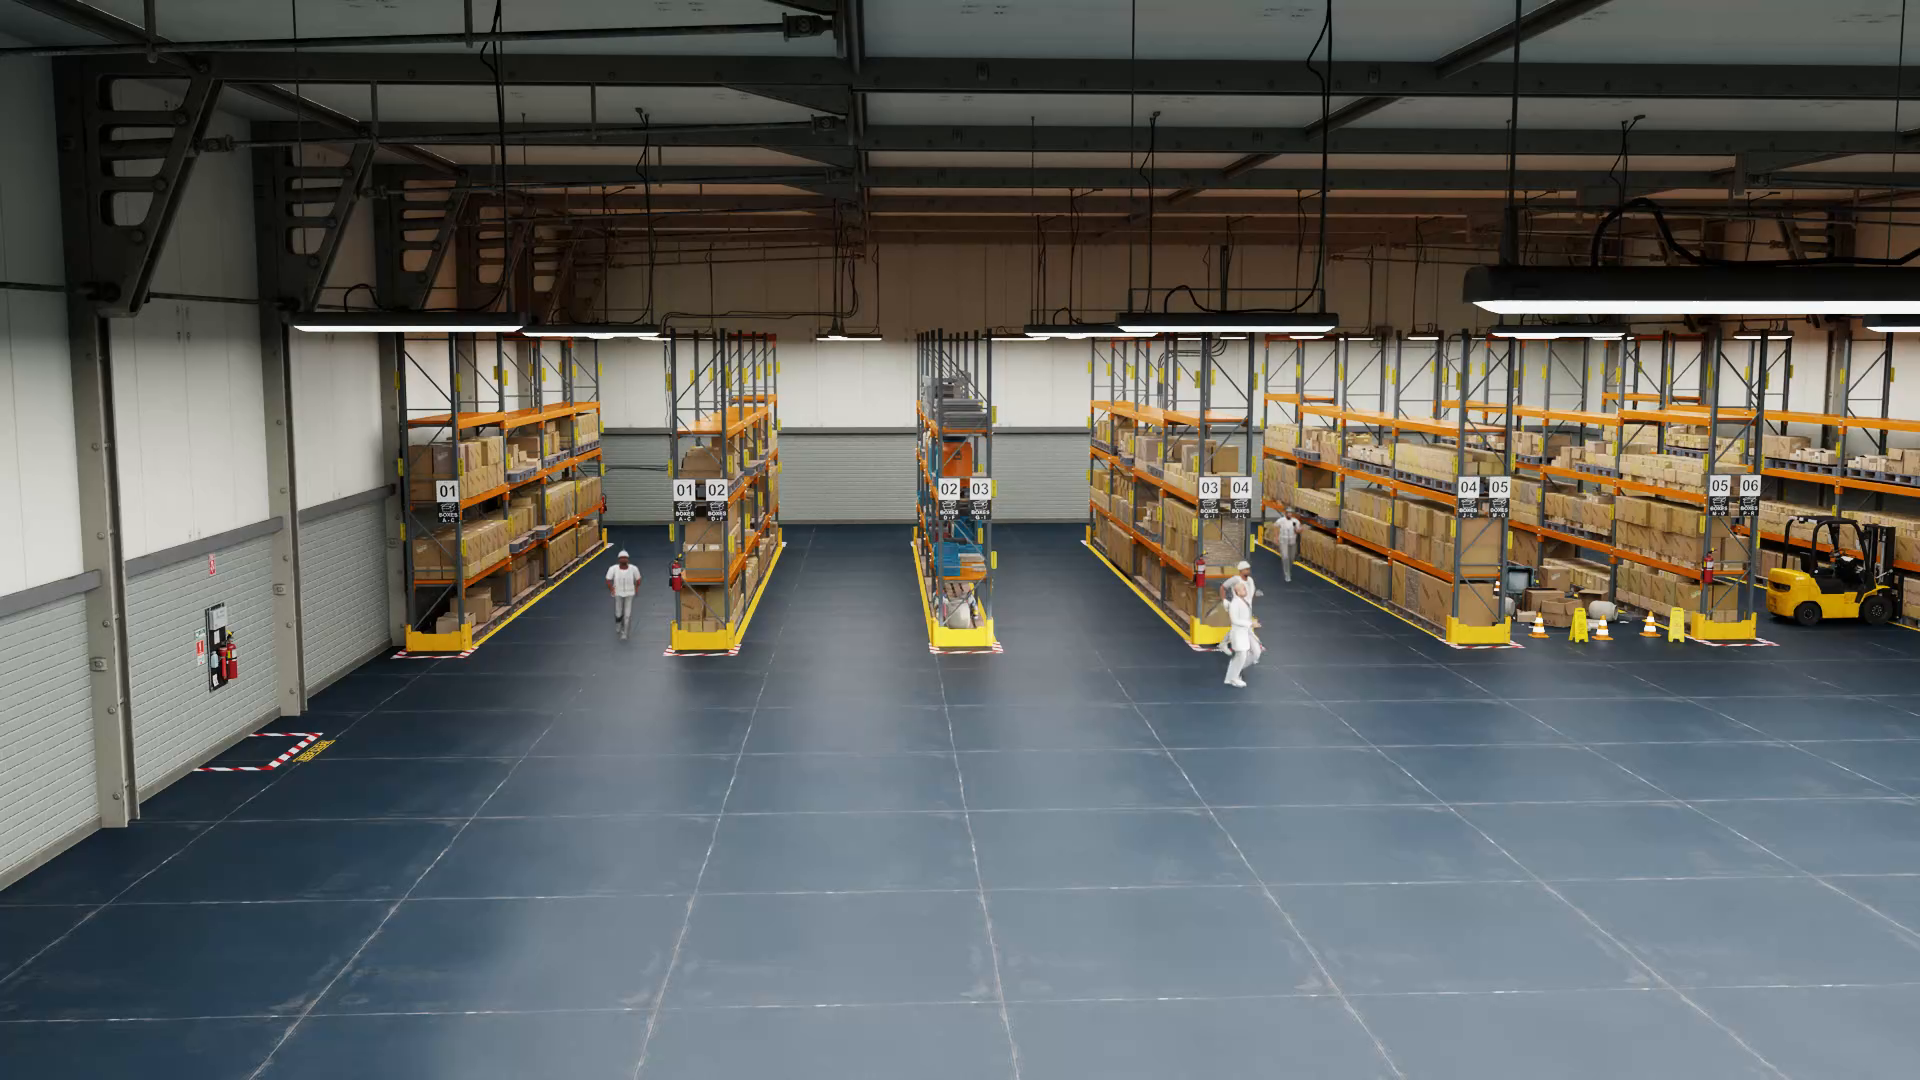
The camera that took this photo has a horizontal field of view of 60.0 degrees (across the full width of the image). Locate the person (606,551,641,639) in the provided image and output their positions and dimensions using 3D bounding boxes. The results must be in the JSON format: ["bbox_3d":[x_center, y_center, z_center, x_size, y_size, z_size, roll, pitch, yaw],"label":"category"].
[{"bbox_3d":[-6.527,1.065,32.311,0.678,1.726,0.577,-2,7,-15],"label":"person"}]

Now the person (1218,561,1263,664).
[{"bbox_3d":[5.072,1.276,30.073,0.943,1.809,0.677,6,9,41],"label":"person"}]

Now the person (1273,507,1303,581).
[{"bbox_3d":[7.960,0.057,40.321,0.666,1.759,0.999,0,7,0],"label":"person"}]

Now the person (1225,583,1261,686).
[{"bbox_3d":[4.750,1.583,27.816,0.645,1.740,0.693,4,8,32],"label":"person"}]
